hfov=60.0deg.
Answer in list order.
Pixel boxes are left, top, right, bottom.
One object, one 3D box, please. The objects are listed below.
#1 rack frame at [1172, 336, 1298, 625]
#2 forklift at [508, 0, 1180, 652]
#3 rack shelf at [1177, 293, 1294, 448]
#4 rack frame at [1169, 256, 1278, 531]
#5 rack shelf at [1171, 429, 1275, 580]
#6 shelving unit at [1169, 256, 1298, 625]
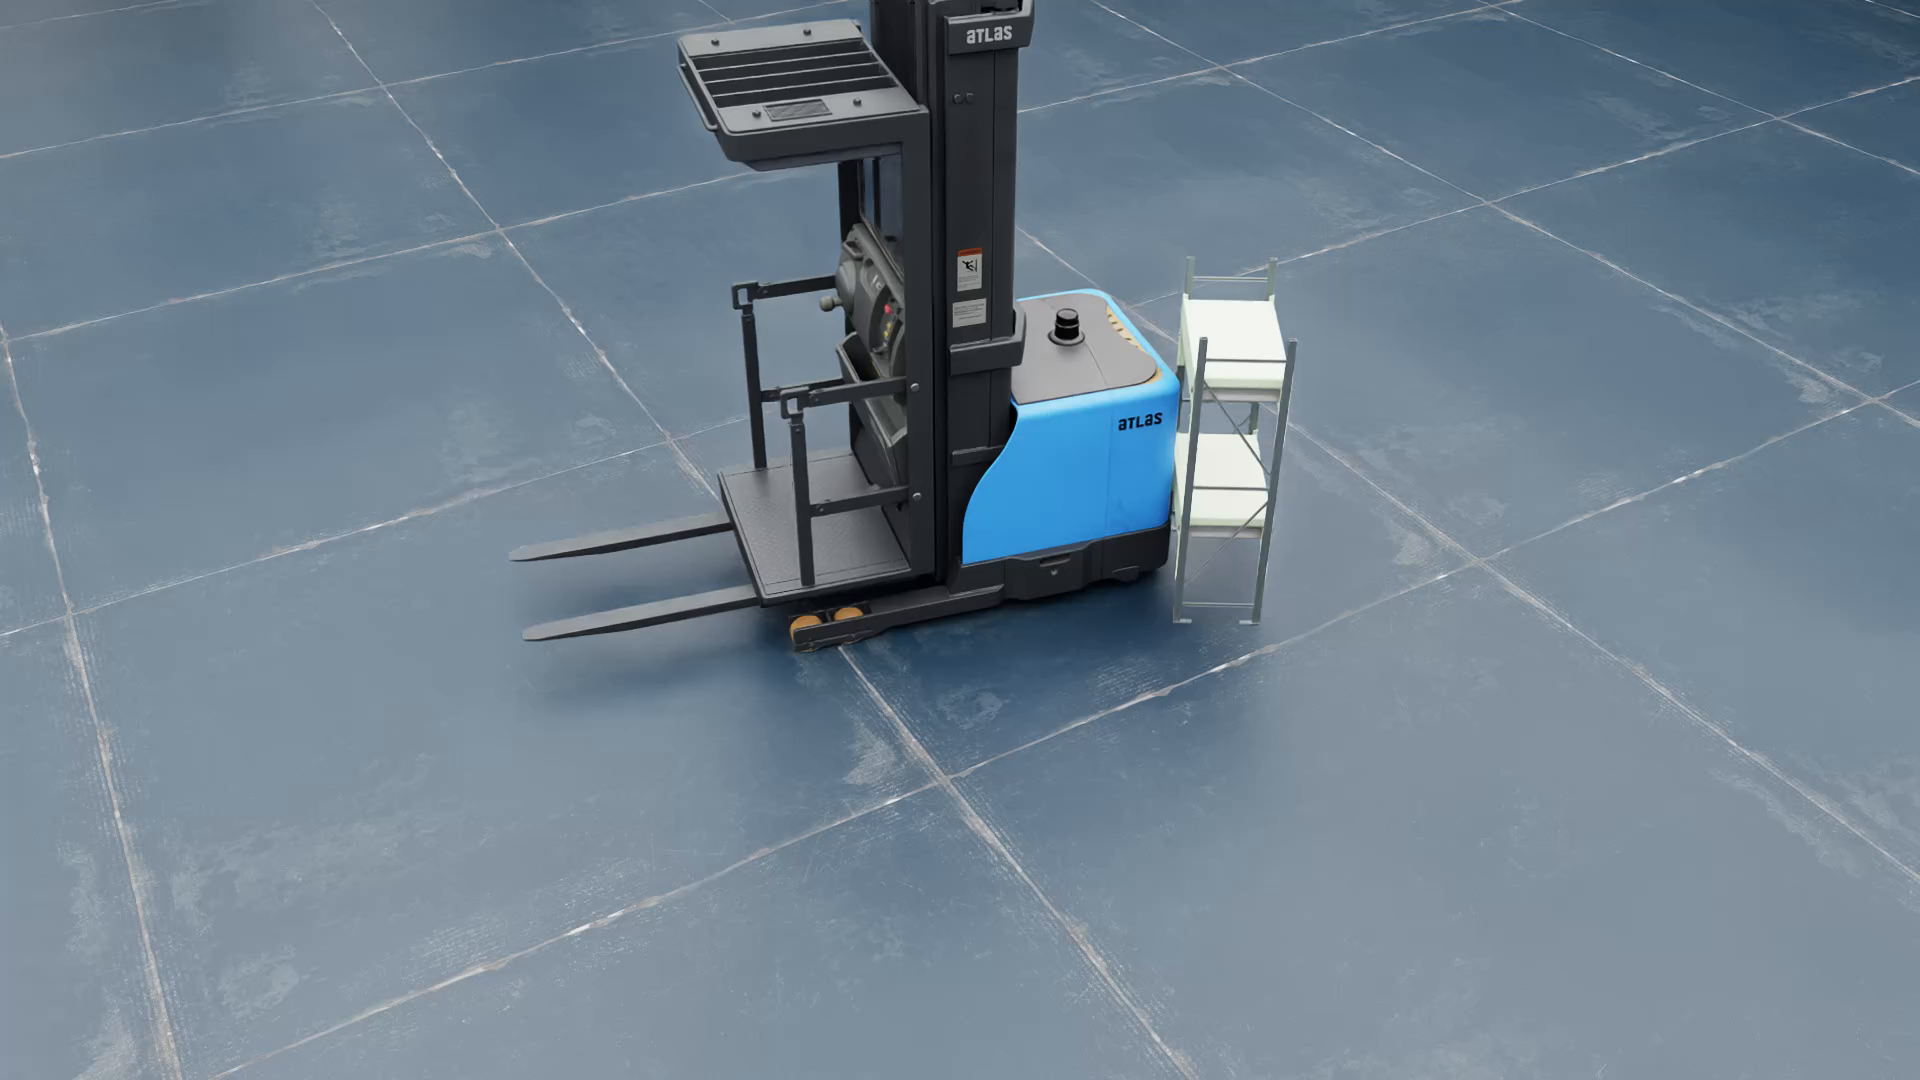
[{"bbox_3d":[1.187,-0.223,7.283,0.400,1.500,0.023,1,36,2],"label":"rack frame"},{"bbox_3d":[-0.574,-1.026,7.170,3.031,2.935,1.130,-11,37,-14],"label":"forklift"},{"bbox_3d":[1.202,-0.754,7.348,0.431,0.370,0.720,1,36,2],"label":"rack shelf"},{"bbox_3d":[1.217,-0.654,7.874,0.400,1.500,0.023,1,36,2],"label":"rack frame"},{"bbox_3d":[1.202,-0.175,7.771,0.431,0.370,0.720,1,36,2],"label":"rack shelf"},{"bbox_3d":[1.202,-0.438,7.579,0.431,1.500,0.755,1,36,2],"label":"shelving unit"}]
